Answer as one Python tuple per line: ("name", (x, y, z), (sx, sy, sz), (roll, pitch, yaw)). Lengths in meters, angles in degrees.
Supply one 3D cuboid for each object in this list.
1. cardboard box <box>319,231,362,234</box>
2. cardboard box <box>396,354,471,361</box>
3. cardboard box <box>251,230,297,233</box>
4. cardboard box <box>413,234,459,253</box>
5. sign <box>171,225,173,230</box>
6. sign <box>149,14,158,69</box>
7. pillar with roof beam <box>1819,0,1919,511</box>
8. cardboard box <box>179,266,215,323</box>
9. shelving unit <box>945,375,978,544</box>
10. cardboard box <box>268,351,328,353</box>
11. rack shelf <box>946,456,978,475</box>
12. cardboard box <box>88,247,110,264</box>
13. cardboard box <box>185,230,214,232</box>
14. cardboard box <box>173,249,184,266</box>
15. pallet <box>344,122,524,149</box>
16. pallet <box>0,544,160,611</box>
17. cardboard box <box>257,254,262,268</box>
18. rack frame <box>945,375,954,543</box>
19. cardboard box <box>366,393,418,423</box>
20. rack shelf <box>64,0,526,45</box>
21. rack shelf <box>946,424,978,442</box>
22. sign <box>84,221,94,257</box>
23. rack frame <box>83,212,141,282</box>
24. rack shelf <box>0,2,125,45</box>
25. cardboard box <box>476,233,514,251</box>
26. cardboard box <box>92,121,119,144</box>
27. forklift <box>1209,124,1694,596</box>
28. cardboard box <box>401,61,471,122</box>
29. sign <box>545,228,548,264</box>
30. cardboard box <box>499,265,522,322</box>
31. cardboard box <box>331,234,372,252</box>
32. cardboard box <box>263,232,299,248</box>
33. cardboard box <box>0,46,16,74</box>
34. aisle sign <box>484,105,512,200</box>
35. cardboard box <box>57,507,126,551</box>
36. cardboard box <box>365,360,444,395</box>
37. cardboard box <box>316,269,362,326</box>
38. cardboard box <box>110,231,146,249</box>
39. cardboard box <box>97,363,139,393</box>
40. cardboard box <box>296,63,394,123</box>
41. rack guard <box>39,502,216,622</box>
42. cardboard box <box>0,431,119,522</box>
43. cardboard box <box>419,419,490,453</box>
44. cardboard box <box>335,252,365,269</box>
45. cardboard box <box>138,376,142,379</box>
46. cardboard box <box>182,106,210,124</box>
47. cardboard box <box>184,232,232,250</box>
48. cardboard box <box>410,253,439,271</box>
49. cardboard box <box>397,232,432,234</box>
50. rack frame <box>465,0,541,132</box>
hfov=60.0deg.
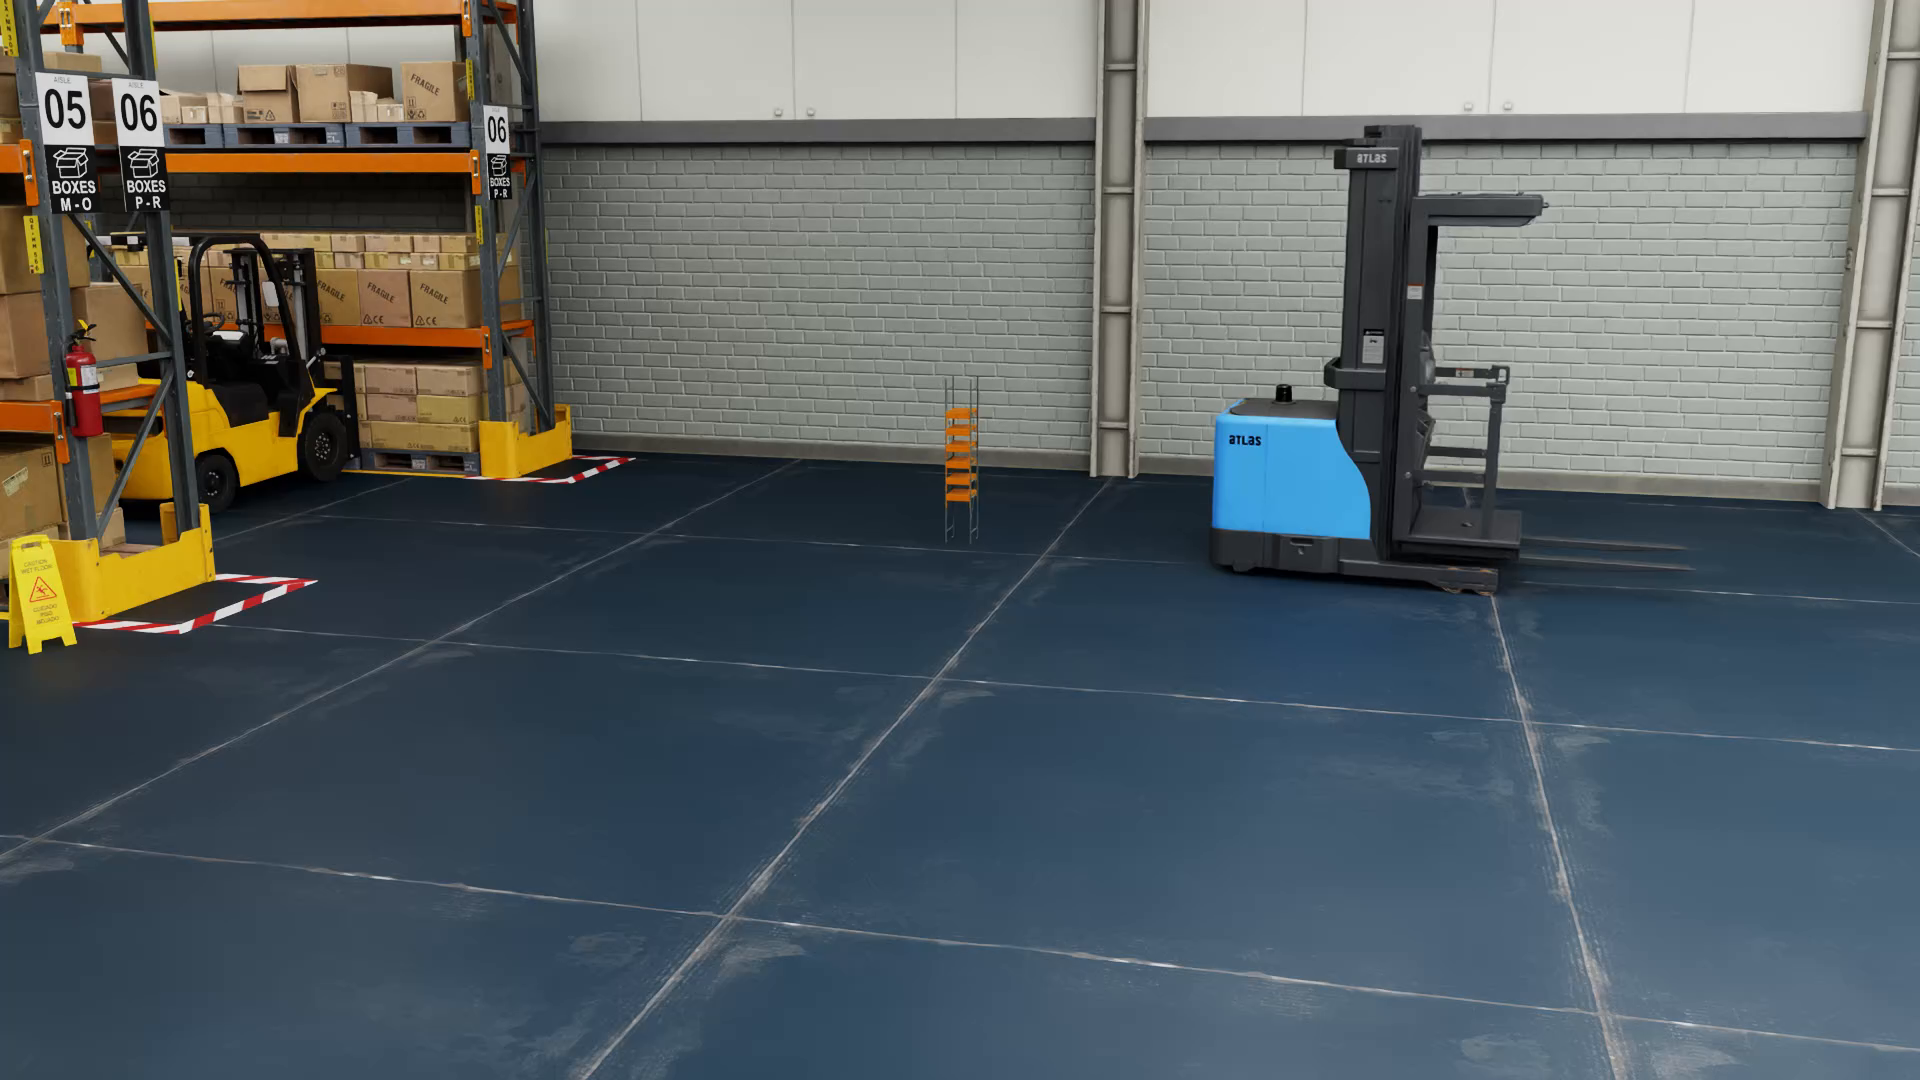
("cardboard box", (-5.753, -2.797, 15.499), (0.250, 0.149, 0.380), (3, 13, 14))
("cardboard box", (-4.891, -1.578, 15.492), (0.500, 0.250, 0.500), (3, 13, 14))
("cardboard box", (-6.486, -2.853, 15.751), (0.250, 0.149, 0.380), (3, 13, 13))
("cardboard box", (-4.629, -2.629, 14.742), (0.250, 0.149, 0.380), (3, 13, 14))
("sign", (-7.736, -2.923, 16.303), (0.005, 0.325, 0.100), (3, 13, 14))
("sign", (-5.039, -3.099, 10.332), (0.005, 0.325, 0.100), (3, 13, 14))
("pillar with roof beam", (6.175, -3.764, 8.423), (0.400, 9.000, 9.100), (3, 13, 14))
("cardboard box", (-6.989, -2.292, 15.410), (0.500, 0.500, 0.500), (3, 13, 15))
("shelving unit", (0.014, -0.585, 12.100), (0.189, 1.200, 0.258), (3, 13, 14))
("cardboard box", (-6.360, -1.659, 15.855), (0.500, 0.250, 0.500), (3, 13, 14))
("rack shelf", (0.014, -0.542, 12.110), (0.180, 0.103, 0.258), (3, 13, 14))
("cardboard box", (-8.252, -2.682, 15.667), (0.250, 0.149, 0.380), (4, 13, 15))
("cardboard box", (-7.251, -2.881, 15.879), (0.250, 0.149, 0.380), (3, 13, 12))
("cardboard box", (-7.109, -2.618, 15.380), (0.250, 0.149, 0.380), (3, 13, 13))
("pallet", (-4.664, -3.601, 14.817), (1.213, 0.211, 1.003), (3, 13, 14))
("pallet", (-6.023, 0.214, 10.781), (1.213, 0.211, 1.003), (3, 13, 14))
("cardboard box", (-6.385, -2.566, 15.147), (0.250, 0.149, 0.380), (3, 13, 12))
("rack frame", (-0.075, -0.590, 12.122), (0.006, 1.200, 0.240), (3, 13, 14))
("cardboard box", (-5.015, -1.232, 15.086), (0.500, 0.250, 0.500), (3, 13, 13))
("rack shelf", (-5.925, -4.624, 14.882), (4.000, 0.370, 1.077), (3, 13, 14))
("rack shelf", (0.014, -0.776, 12.058), (0.180, 0.103, 0.258), (3, 13, 14))
("sign", (-7.988, -2.757, 15.245), (0.005, 0.325, 0.100), (3, 13, 14))
("rack frame", (-7.867, -2.345, 15.878), (0.127, 3.000, 1.000), (3, 13, 14))
("rack shelf", (-9.809, -4.831, 15.818), (4.000, 0.370, 1.077), (3, 13, 14))
("cardboard box", (-4.259, -2.711, 15.111), (0.250, 0.149, 0.380), (3, 13, 12))
("cardboard box", (-5.414, -2.521, 10.325), (0.250, 0.149, 0.380), (3, 13, 14))
("forklift", (3.259, -1.205, 10.897), (3.031, 2.935, 1.130), (4, 13, 19))
("cardboard box", (-4.472, -3.876, 14.423), (0.500, 0.500, 0.500), (3, 13, 15))
("sign", (-3.845, -2.715, 15.365), (0.005, 0.325, 0.100), (3, 13, 14))
("cardboard box", (-4.398, -2.270, 15.311), (0.500, 0.500, 0.500), (3, 13, 15))
("cardboard box", (-5.393, -2.655, 14.862), (0.250, 0.149, 0.380), (3, 13, 15))
("cardboard box", (-6.113, -2.717, 15.142), (0.250, 0.149, 0.380), (3, 13, 14))
("cardboard box", (-5.568, -2.780, 9.652), (0.250, 0.149, 0.380), (3, 13, 14))
("aisle sign", (-3.990, -3.341, 14.368), (0.004, 0.787, 0.394), (3, 13, 14))
("cardboard box", (-5.886, -0.056, 10.940), (0.500, 0.250, 0.500), (3, 13, 13))
("cardboard box", (-5.003, -1.472, 15.013), (0.500, 0.250, 0.500), (3, 13, 15))
("cardboard box", (-5.523, -2.212, 15.048), (0.500, 0.500, 0.500), (3, 13, 12))
("cardboard box", (-7.629, -2.777, 15.409), (0.250, 0.149, 0.380), (3, 13, 15))
("cardboard box", (-5.450, -1.032, 10.540), (0.250, 0.149, 0.380), (3, 13, 14))
("cardboard box", (-5.442, -3.950, 14.758), (0.500, 0.500, 0.700), (3, 13, 14))
("rack guard", (-5.243, 0.123, 10.526), (0.348, 0.500, 1.175), (3, 13, 14))
("cardboard box", (-5.909, -0.423, 10.864), (0.500, 0.500, 0.500), (3, 13, 12))
("cardboard box", (-4.516, -0.958, 15.006), (0.500, 0.250, 0.500), (3, 13, 14))
("cardboard box", (-5.388, -2.515, 14.914), (0.250, 0.149, 0.380), (3, 13, 12))
("cardboard box", (-7.473, -1.605, 15.612), (0.500, 0.250, 0.500), (3, 13, 13))
("cardboard box", (-6.758, -3.814, 14.952), (0.250, 0.149, 0.380), (3, 13, 15))
("cardboard box", (-6.878, -2.736, 15.225), (0.250, 0.149, 0.380), (3, 13, 15))
("cardboard box", (-4.643, -2.469, 14.709), (0.250, 0.149, 0.380), (3, 13, 14))
("cardboard box", (-5.001, -2.758, 15.324), (0.250, 0.149, 0.380), (3, 13, 14))
("rack frame", (-3.984, -5.066, 14.293), (0.127, 3.000, 1.000), (3, 13, 14))
